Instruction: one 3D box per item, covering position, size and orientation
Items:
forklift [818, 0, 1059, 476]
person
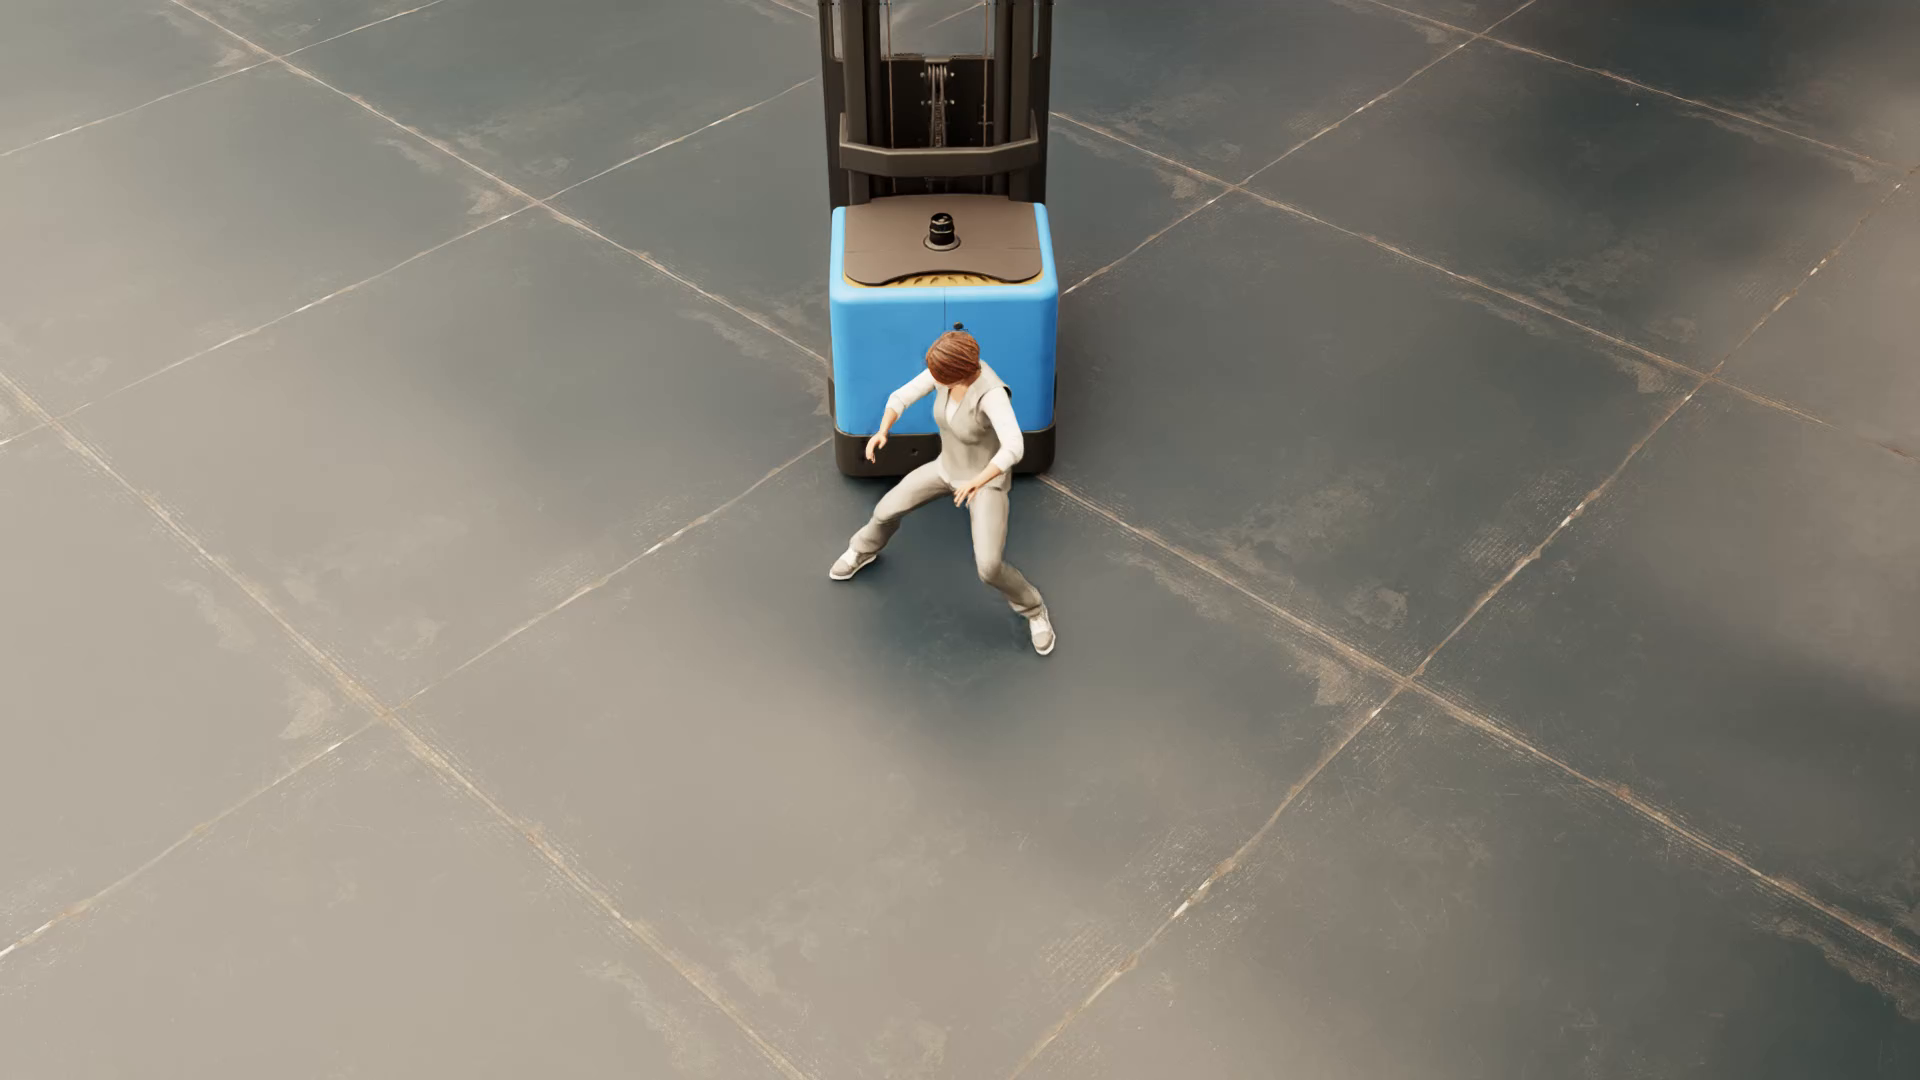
[{"bbox_3d":[-0.124,-2.355,8.174,1.130,2.935,3.031,-1,41,-2],"label":"forklift"},{"bbox_3d":[-0.048,-0.224,6.896,0.601,1.360,1.069,-29,48,-29],"label":"person"}]
